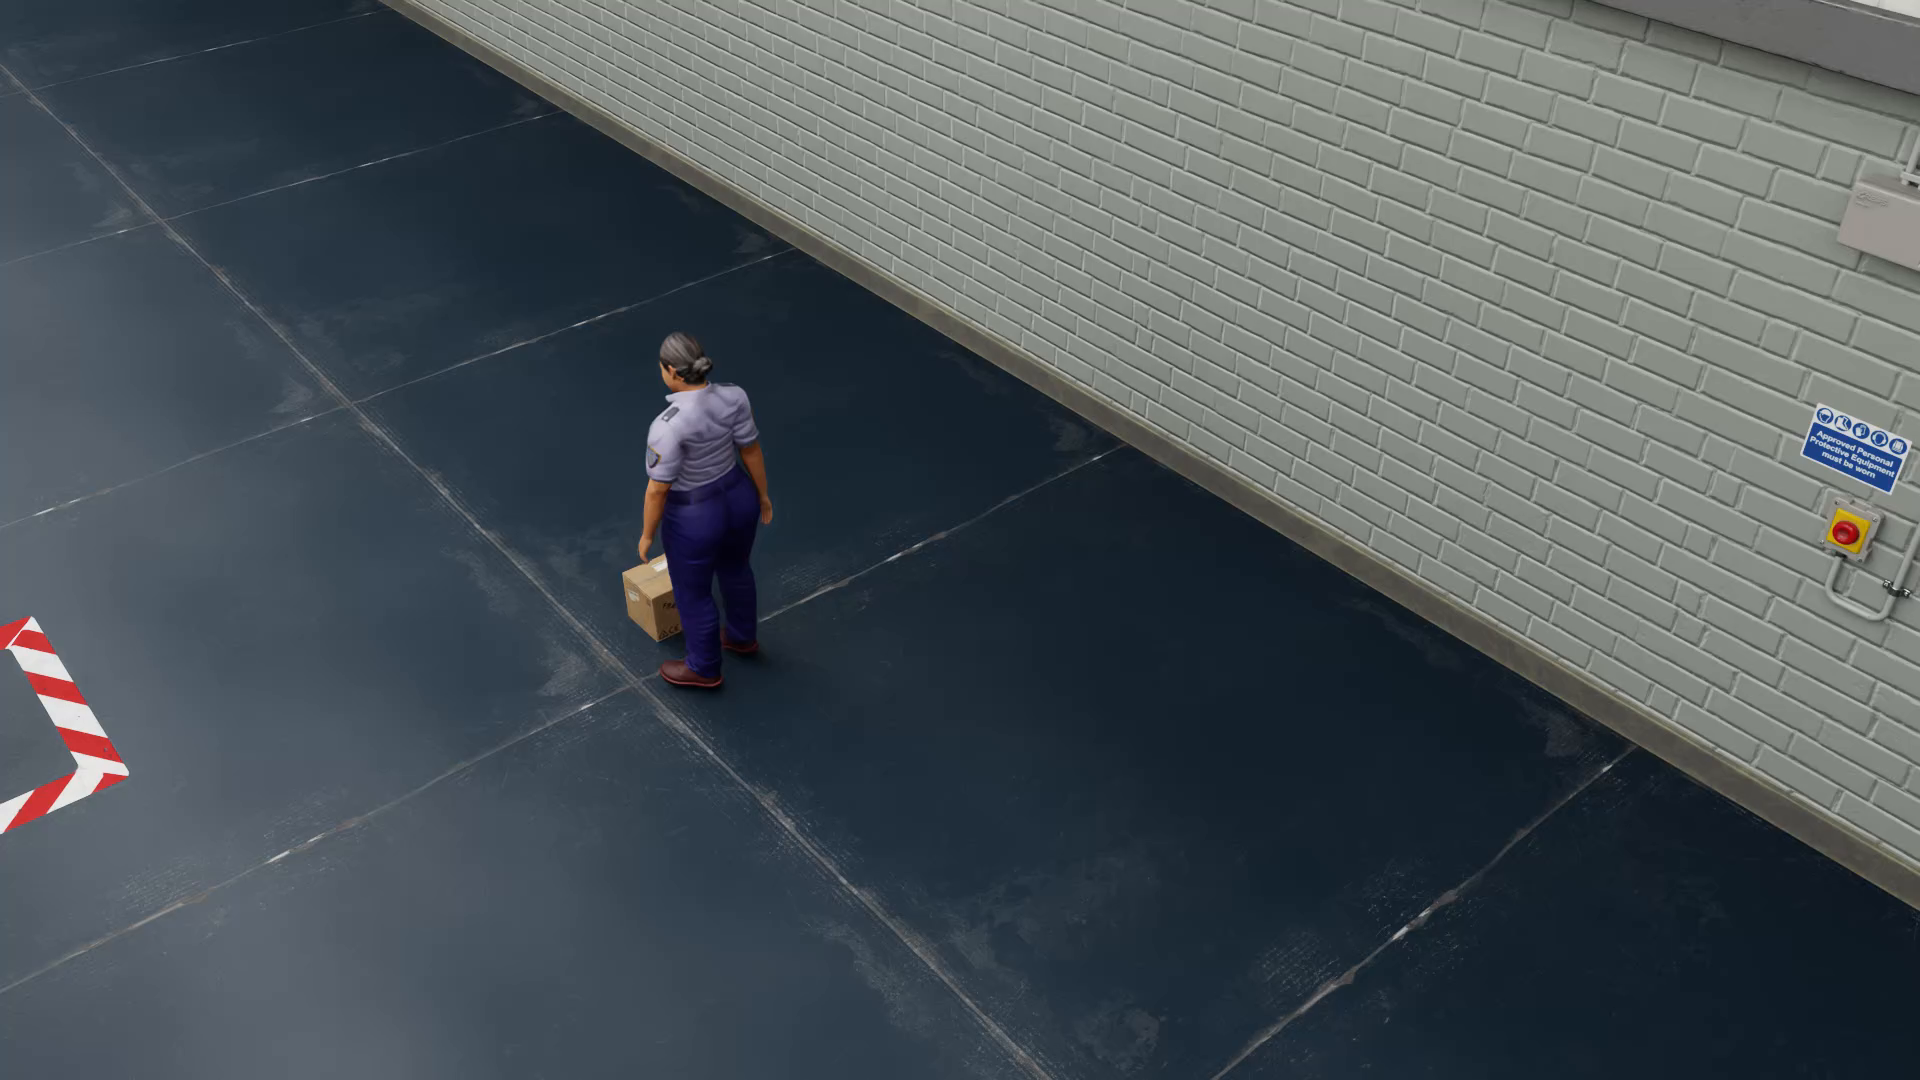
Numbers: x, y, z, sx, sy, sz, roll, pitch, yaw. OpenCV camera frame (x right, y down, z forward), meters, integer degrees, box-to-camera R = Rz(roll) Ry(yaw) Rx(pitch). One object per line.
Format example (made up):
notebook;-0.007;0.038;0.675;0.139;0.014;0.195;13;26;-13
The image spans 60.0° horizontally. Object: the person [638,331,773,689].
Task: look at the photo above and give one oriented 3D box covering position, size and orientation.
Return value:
person;-1.074;-0.097;6.784;0.420;1.673;0.561;27;44;32
